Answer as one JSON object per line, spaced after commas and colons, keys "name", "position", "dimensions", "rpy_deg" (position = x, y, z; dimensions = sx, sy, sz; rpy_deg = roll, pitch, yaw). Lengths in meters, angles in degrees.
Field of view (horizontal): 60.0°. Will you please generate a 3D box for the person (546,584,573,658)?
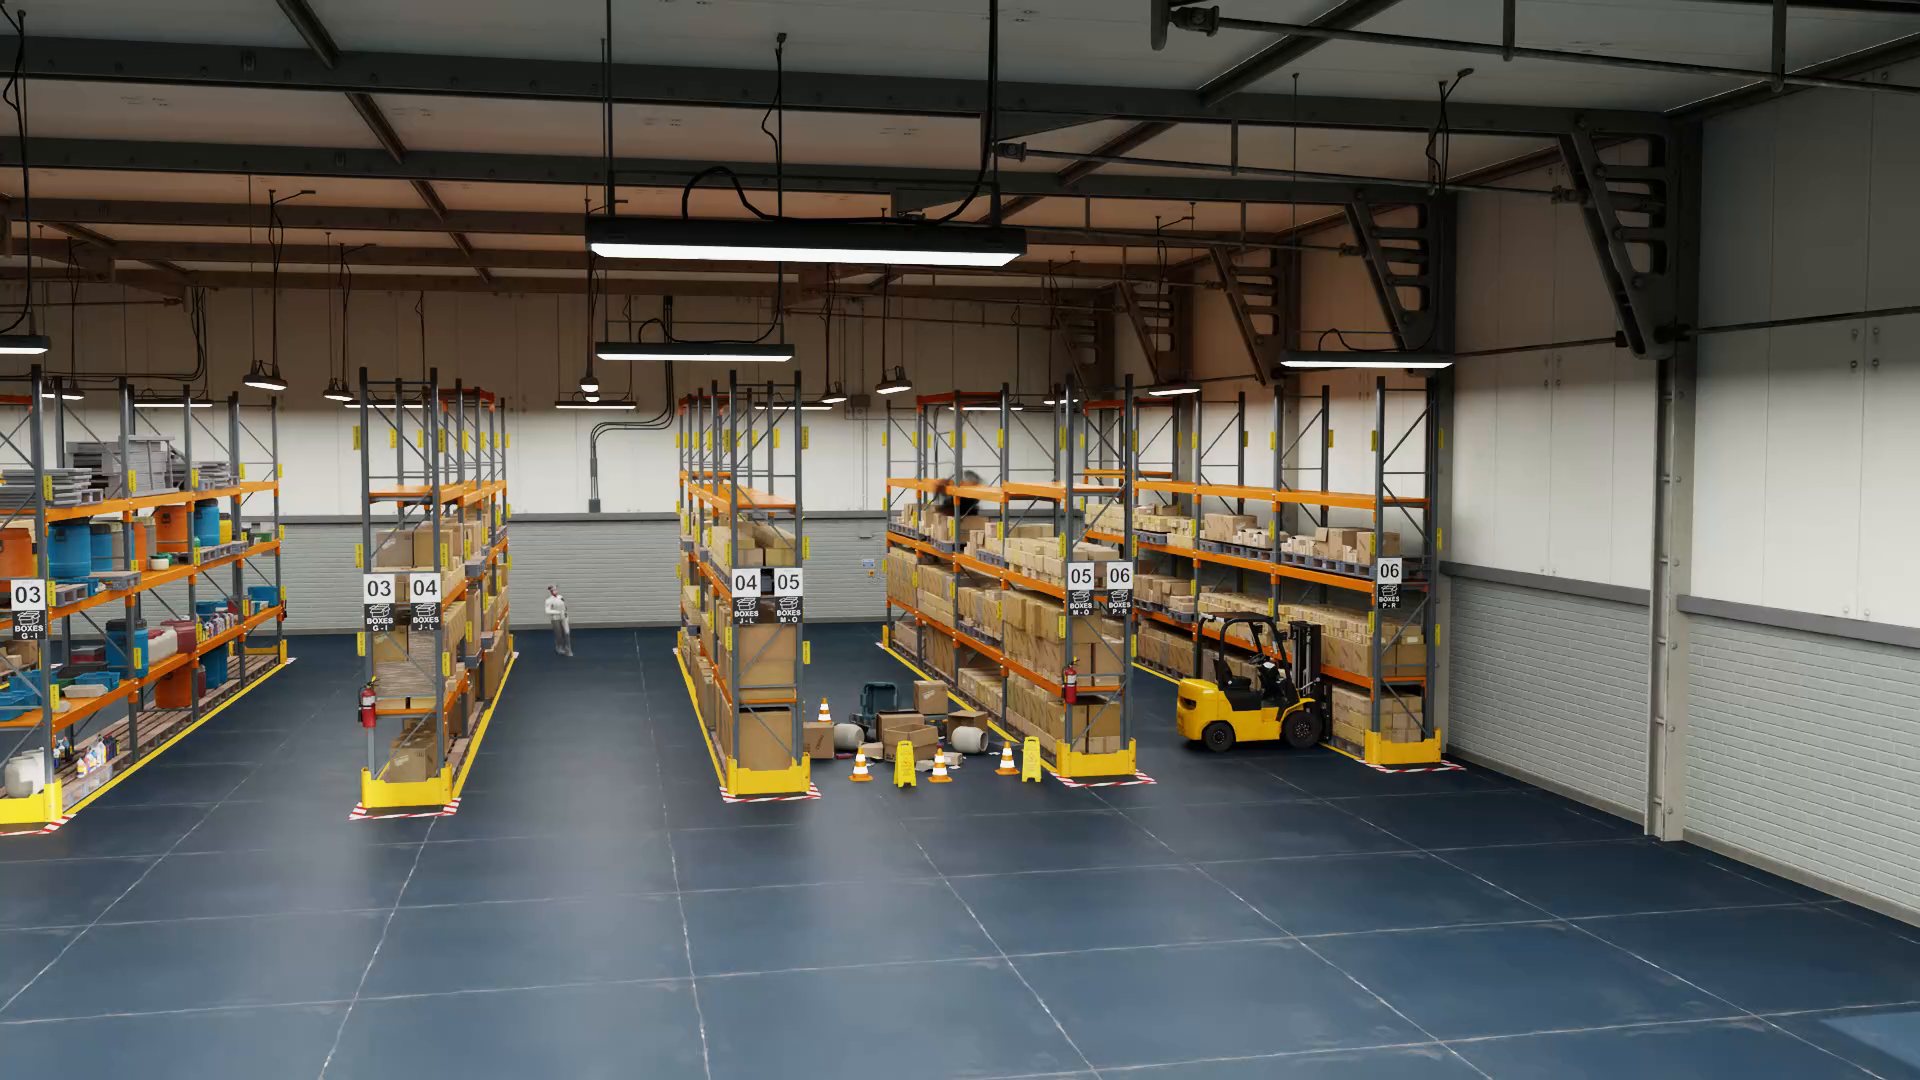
{"name": "person", "position": [-9.320, 1.866, 38.519], "dimensions": [0.588, 1.697, 0.792], "rpy_deg": [-2, 4, -35]}
